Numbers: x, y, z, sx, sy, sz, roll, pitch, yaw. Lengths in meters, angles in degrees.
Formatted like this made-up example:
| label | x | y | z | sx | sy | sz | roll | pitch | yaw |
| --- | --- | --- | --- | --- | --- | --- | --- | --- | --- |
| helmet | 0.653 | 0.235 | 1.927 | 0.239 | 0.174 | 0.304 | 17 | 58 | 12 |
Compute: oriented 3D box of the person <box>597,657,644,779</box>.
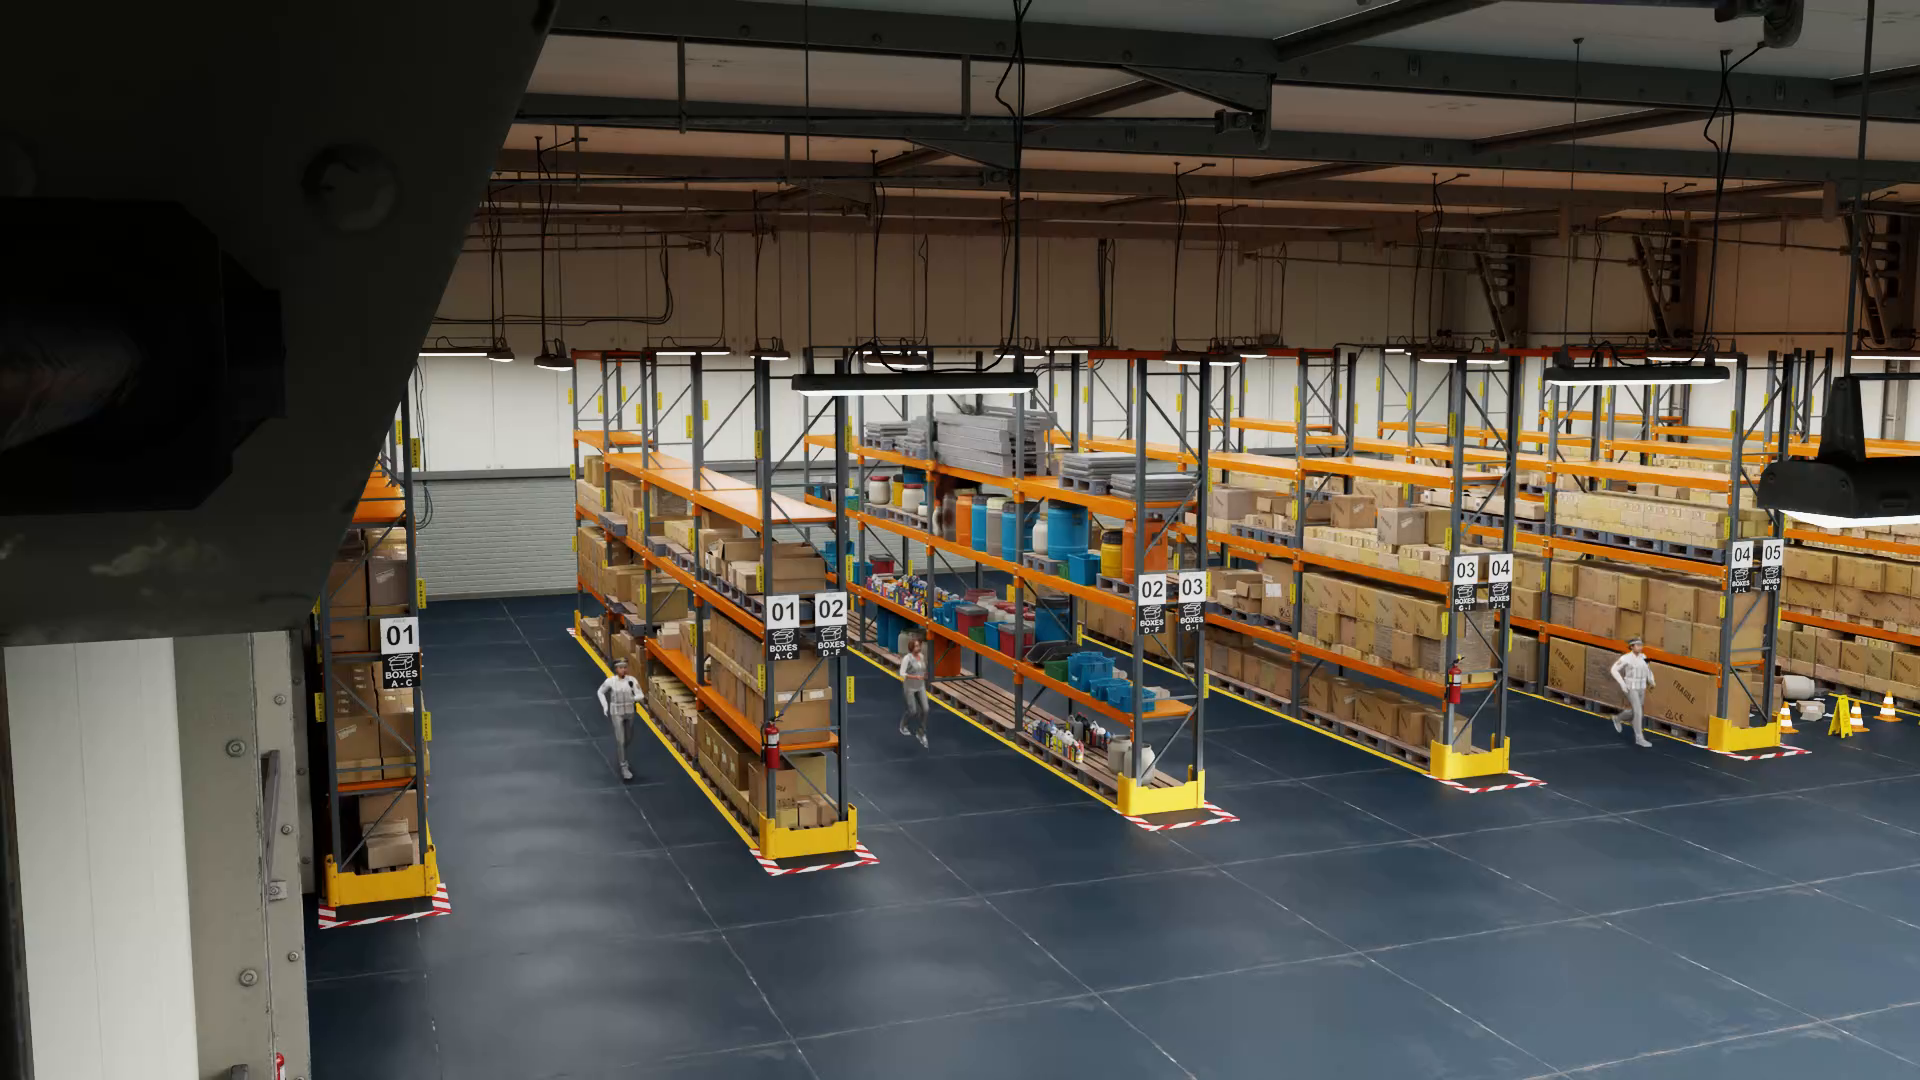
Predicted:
| label | x | y | z | sx | sy | sz | roll | pitch | yaw |
| --- | --- | --- | --- | --- | --- | --- | --- | --- | --- |
| person | -4.846 | 2.507 | 23.886 | 0.611 | 1.681 | 0.921 | -4 | 8 | -28 |

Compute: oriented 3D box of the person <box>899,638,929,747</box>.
| label | x | y | z | sx | sy | sz | roll | pitch | yaw |
| --- | --- | --- | --- | --- | --- | --- | --- | --- | --- |
| person | -0.700 | 2.286 | 24.999 | 0.524 | 1.641 | 0.704 | -5 | 8 | -33 |

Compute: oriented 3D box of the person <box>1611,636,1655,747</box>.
| label | x | y | z | sx | sy | sz | roll | pitch | yaw |
| --- | --- | --- | --- | --- | --- | --- | --- | --- | --- |
| person | 10.415 | 2.299 | 25.711 | 0.586 | 1.670 | 0.838 | -3 | 8 | -22 |

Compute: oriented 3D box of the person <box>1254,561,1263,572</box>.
| label | x | y | z | sx | sy | sz | roll | pitch | yaw |
| --- | --- | --- | --- | --- | --- | --- | --- | --- | --- |
| person | 7.426 | 0.371 | 41.240 | 0.606 | 1.630 | 0.940 | -4 | 8 | -29 |
